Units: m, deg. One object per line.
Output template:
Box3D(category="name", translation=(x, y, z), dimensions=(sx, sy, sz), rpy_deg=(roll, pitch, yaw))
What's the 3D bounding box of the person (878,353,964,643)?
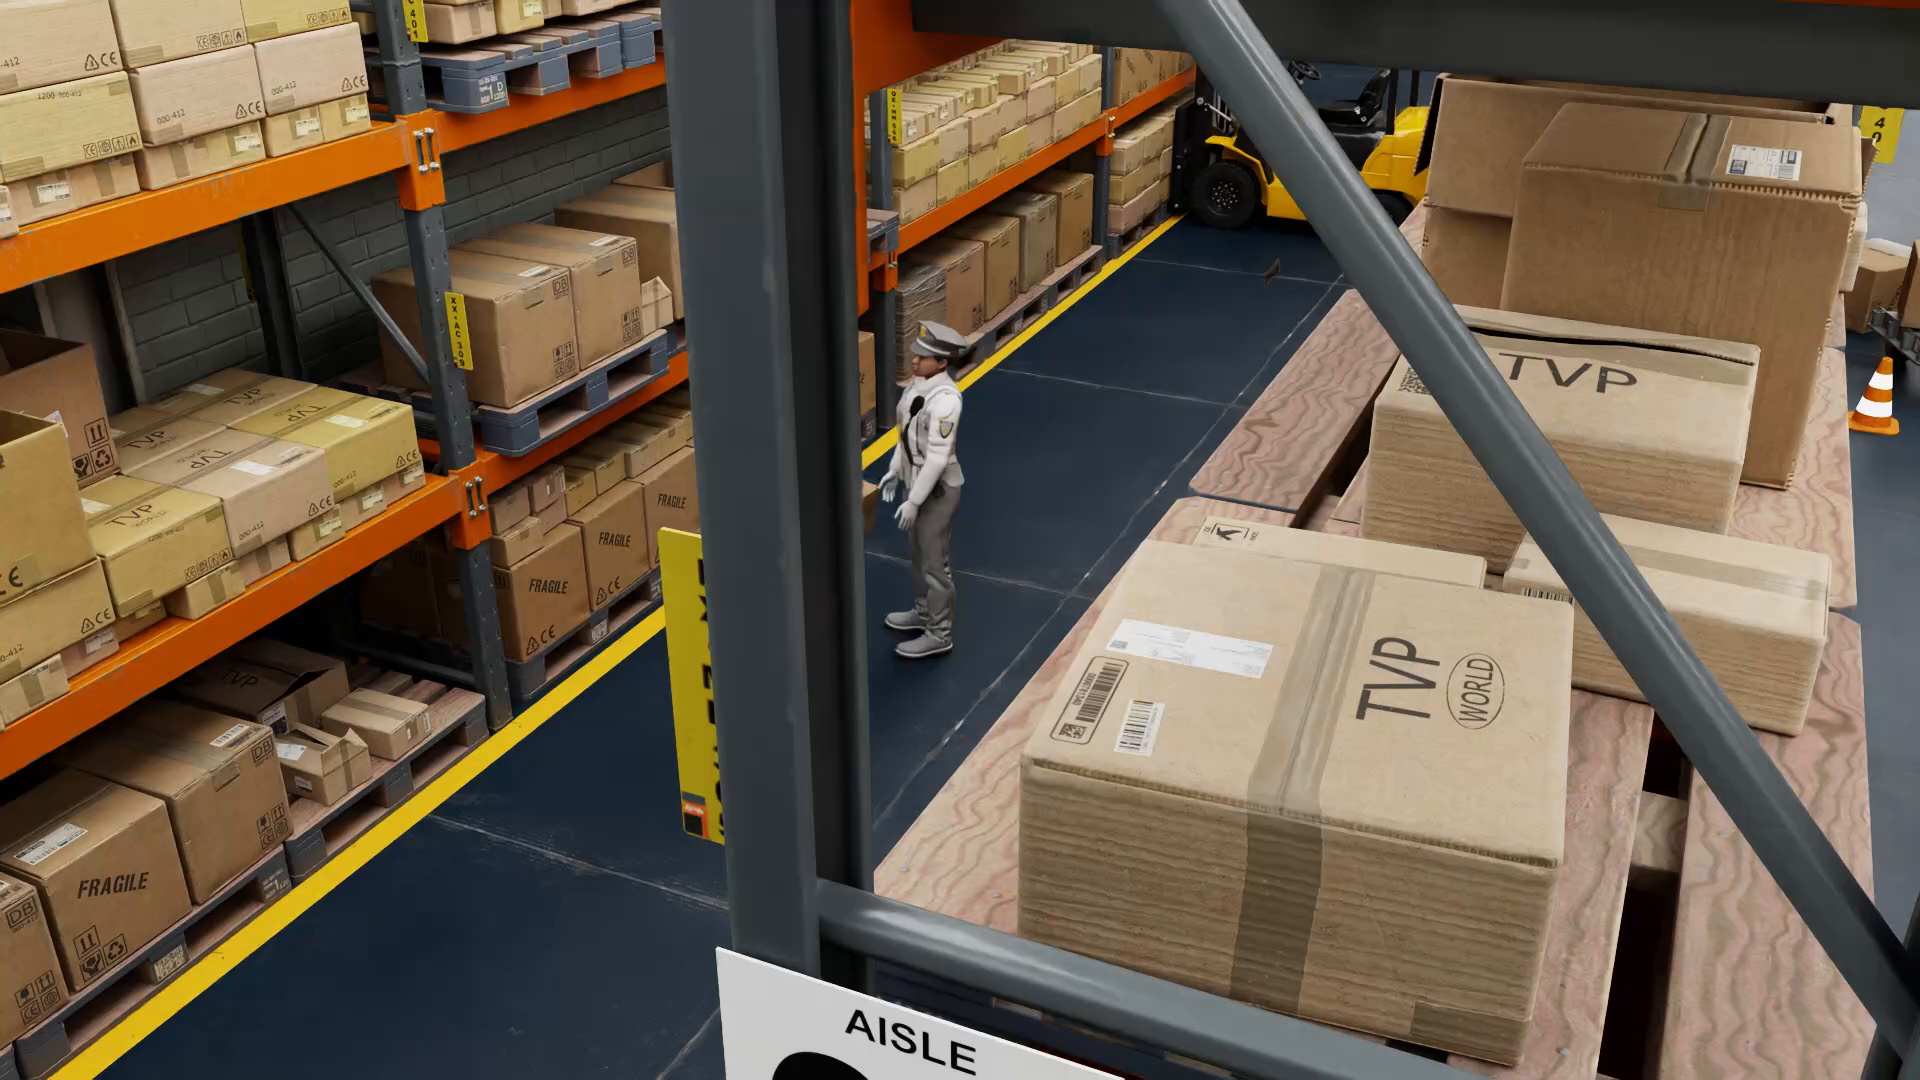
Box3D(category="person", translation=(3.860, -0.952, 8.925), dimensions=(8.763, 2.202, 0.661), rpy_deg=(-7, 27, -13))
